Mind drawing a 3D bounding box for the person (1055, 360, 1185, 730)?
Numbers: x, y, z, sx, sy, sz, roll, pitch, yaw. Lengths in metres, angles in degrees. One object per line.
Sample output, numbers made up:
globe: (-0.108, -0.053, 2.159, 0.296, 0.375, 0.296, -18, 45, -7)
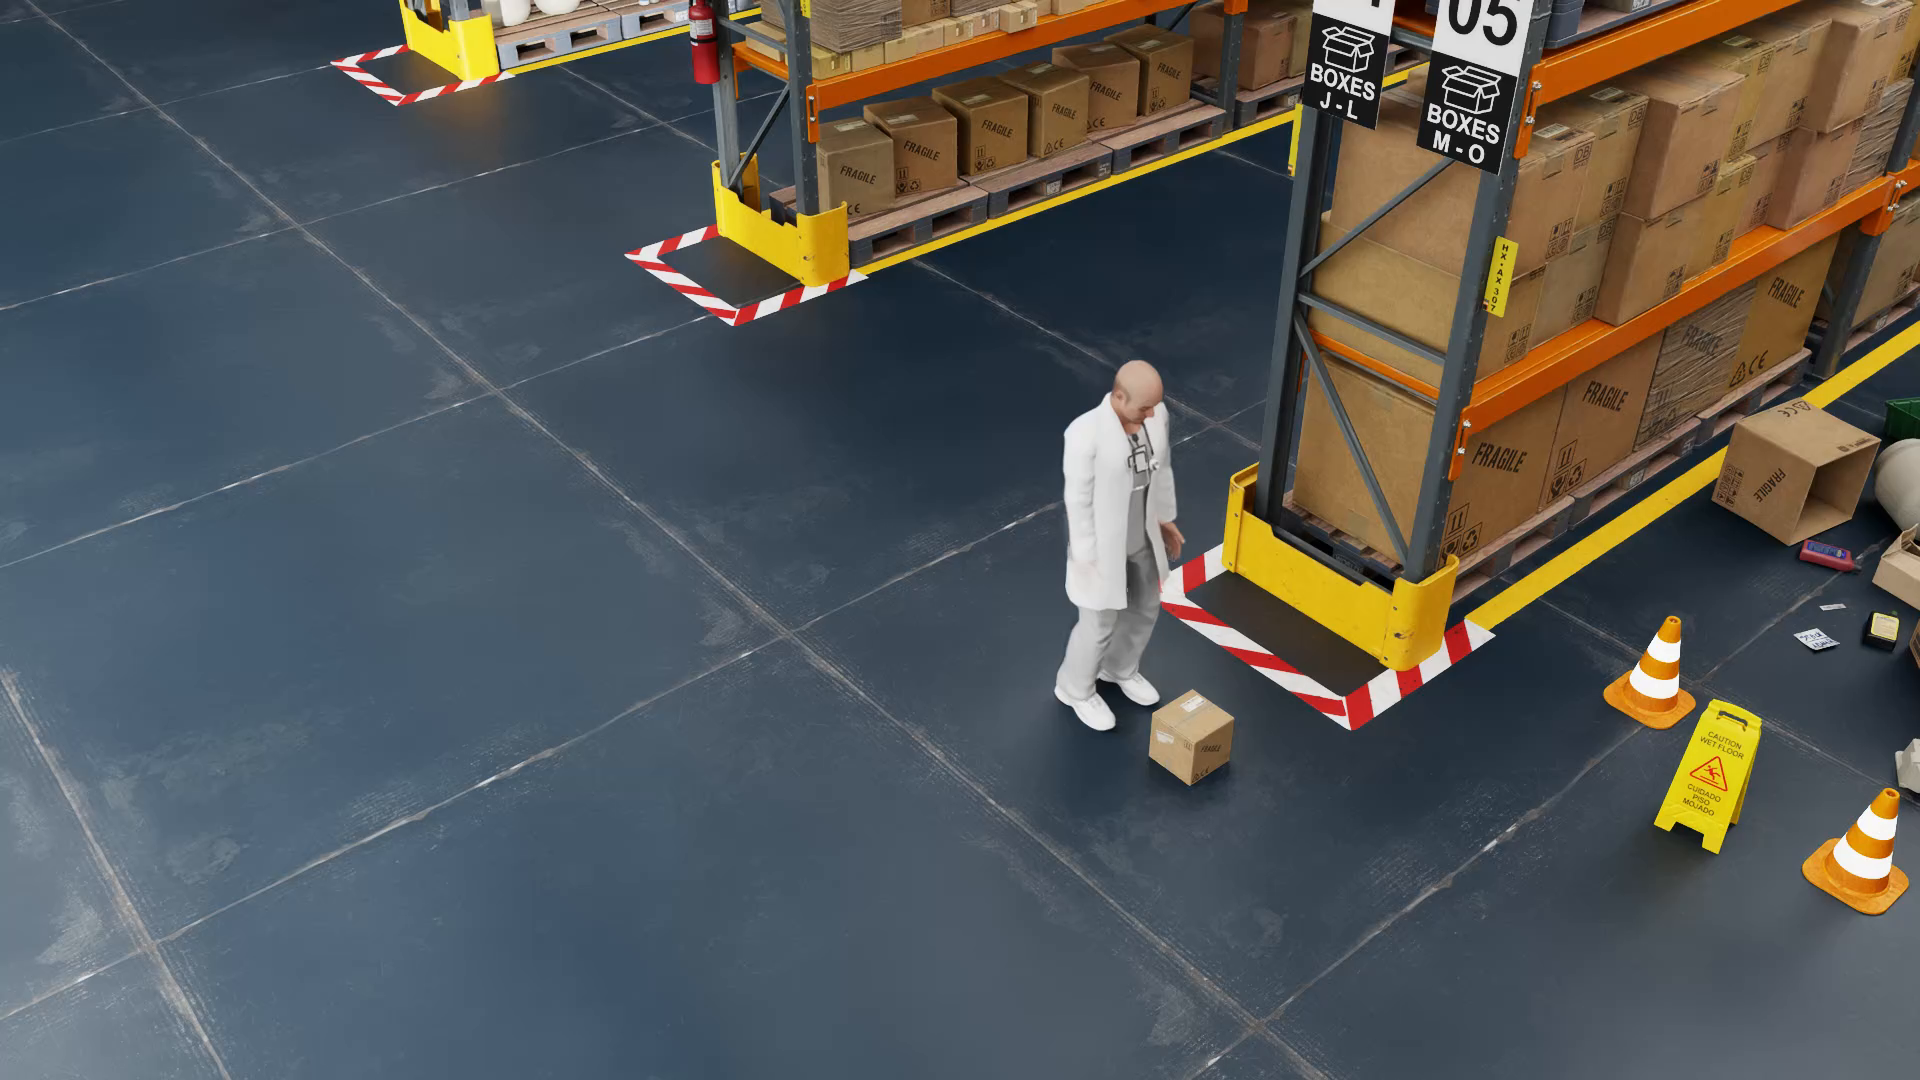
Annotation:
person: (0.690, 0.001, 7.114, 0.572, 1.762, 0.378, -25, 42, -31)
